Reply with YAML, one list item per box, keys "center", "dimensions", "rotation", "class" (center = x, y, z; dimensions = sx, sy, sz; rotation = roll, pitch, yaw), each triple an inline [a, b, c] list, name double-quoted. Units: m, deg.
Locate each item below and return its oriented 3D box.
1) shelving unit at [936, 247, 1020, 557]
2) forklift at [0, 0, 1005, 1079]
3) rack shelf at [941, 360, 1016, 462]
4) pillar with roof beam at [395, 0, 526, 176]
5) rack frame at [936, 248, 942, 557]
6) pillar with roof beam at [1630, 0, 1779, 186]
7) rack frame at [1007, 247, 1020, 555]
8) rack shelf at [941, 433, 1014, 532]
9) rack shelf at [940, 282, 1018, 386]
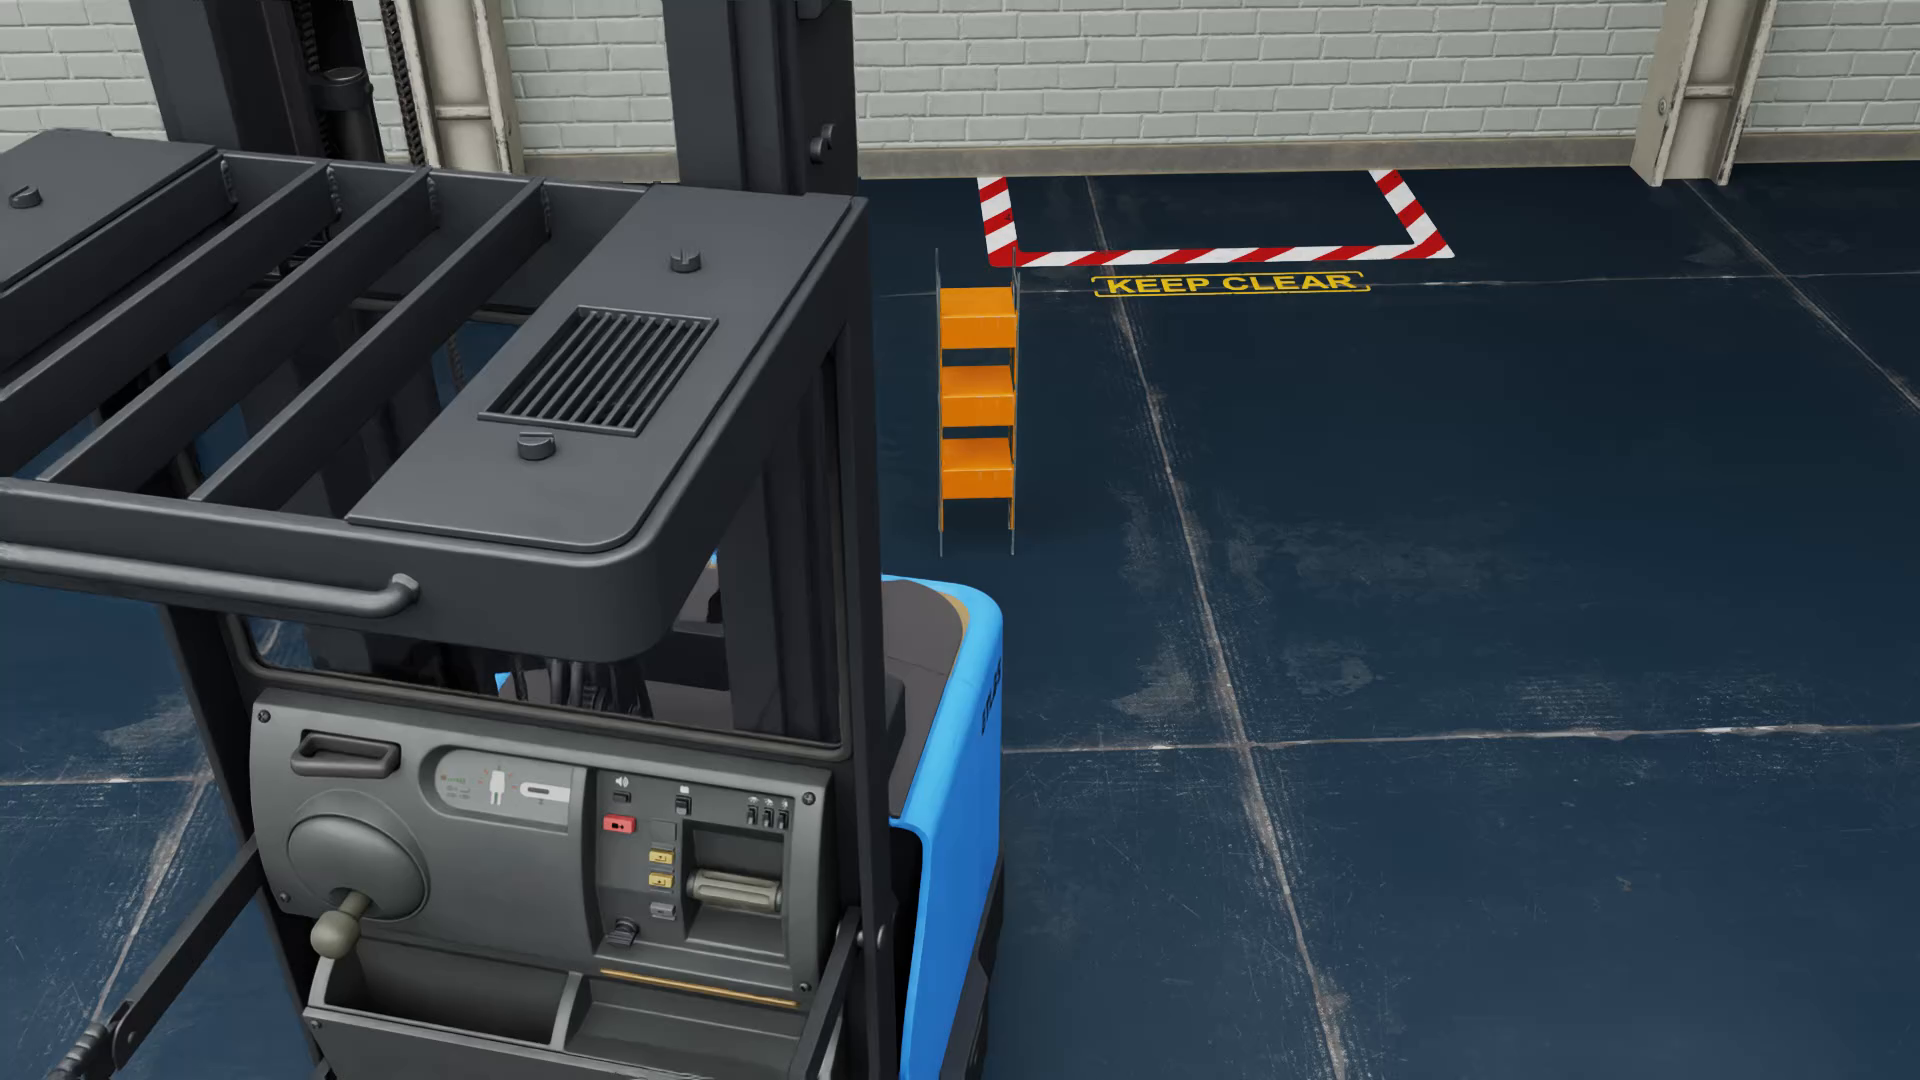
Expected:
- center: [0.053, -0.433, 5.453]
  dimensions: [0.252, 1.050, 0.215]
  rotation: [-2, 35, -2]
  class: "shelving unit"
- center: [-0.700, 0.546, 2.386]
  dimensions: [1.130, 2.935, 3.031]
  rotation: [7, 35, 10]
  class: "forklift"
- center: [0.053, -0.424, 5.459]
  dimensions: [0.240, 0.259, 0.215]
  rotation: [-2, 35, -2]
  class: "rack shelf"
- center: [-2.151, -2.950, 2.105]
  dimensions: [0.400, 9.000, 9.100]
  rotation: [-2, 35, -2]
  class: "pillar with roof beam"
- center: [-0.068, -0.430, 5.449]
  dimensions: [0.008, 1.050, 0.200]
  rotation: [-2, 35, -2]
  class: "rack frame"
- center: [3.842, -3.112, 2.339]
  dimensions: [0.400, 9.000, 9.100]
  rotation: [-2, 35, -2]
  class: "pillar with roof beam"
- center: [0.175, -0.436, 5.458]
  dimensions: [0.008, 1.050, 0.200]
  rotation: [-2, 35, -2]
  class: "rack frame"
- center: [0.053, -0.196, 5.617]
  dimensions: [0.240, 0.259, 0.215]
  rotation: [-2, 35, -2]
  class: "rack shelf"
- center: [0.053, -0.658, 5.298]
  dimensions: [0.240, 0.259, 0.215]
  rotation: [-2, 35, -2]
  class: "rack shelf"
